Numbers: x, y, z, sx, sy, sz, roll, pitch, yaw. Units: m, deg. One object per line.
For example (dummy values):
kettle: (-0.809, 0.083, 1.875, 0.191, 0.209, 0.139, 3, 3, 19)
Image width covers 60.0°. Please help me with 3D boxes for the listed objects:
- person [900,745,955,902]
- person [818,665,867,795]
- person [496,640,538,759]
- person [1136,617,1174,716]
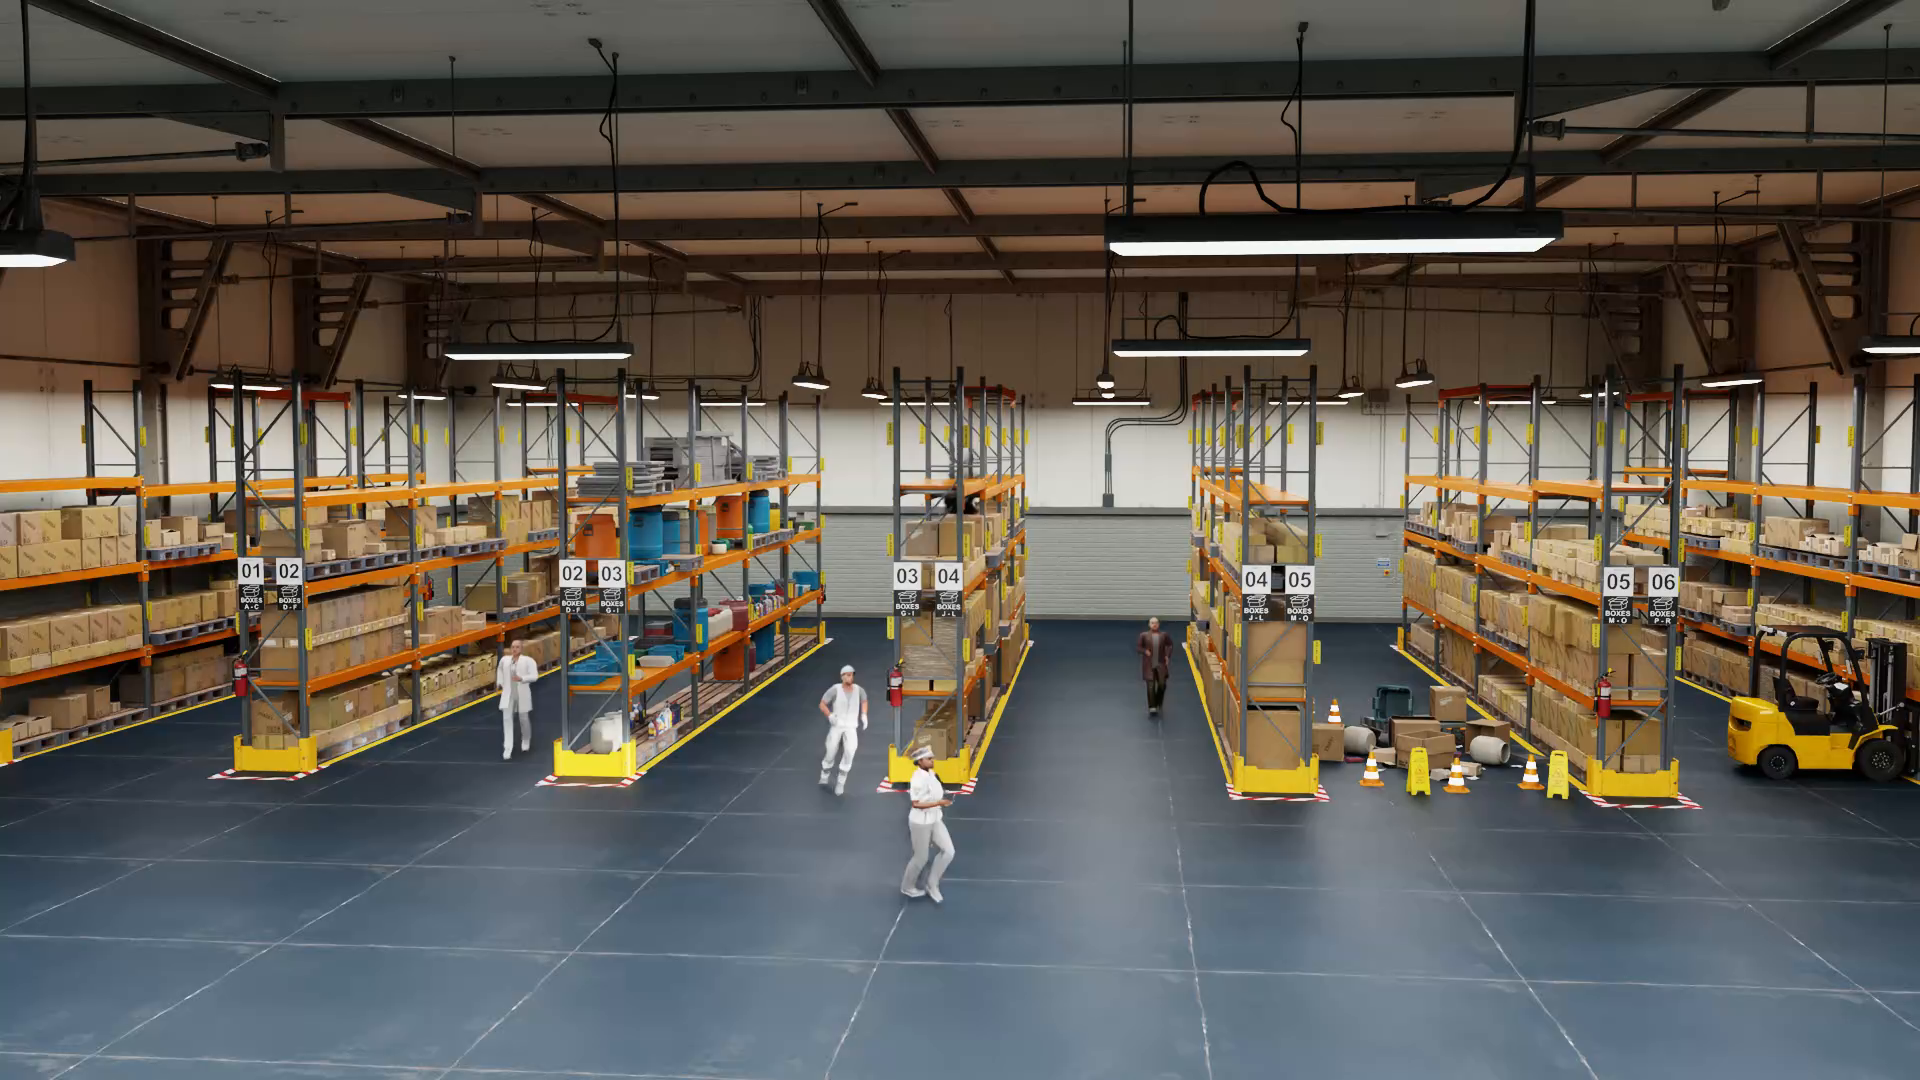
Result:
person: (-0.332, 3.054, 17.874, 0.667, 1.728, 0.558, 2, 4, 32)
person: (-1.635, 2.666, 23.525, 0.718, 1.801, 0.697, -1, 4, -13)
person: (-6.956, 2.462, 26.102, 0.692, 1.795, 0.992, 0, 4, -3)
person: (3.503, 2.267, 29.806, 0.693, 1.755, 0.681, 0, 4, 2)
